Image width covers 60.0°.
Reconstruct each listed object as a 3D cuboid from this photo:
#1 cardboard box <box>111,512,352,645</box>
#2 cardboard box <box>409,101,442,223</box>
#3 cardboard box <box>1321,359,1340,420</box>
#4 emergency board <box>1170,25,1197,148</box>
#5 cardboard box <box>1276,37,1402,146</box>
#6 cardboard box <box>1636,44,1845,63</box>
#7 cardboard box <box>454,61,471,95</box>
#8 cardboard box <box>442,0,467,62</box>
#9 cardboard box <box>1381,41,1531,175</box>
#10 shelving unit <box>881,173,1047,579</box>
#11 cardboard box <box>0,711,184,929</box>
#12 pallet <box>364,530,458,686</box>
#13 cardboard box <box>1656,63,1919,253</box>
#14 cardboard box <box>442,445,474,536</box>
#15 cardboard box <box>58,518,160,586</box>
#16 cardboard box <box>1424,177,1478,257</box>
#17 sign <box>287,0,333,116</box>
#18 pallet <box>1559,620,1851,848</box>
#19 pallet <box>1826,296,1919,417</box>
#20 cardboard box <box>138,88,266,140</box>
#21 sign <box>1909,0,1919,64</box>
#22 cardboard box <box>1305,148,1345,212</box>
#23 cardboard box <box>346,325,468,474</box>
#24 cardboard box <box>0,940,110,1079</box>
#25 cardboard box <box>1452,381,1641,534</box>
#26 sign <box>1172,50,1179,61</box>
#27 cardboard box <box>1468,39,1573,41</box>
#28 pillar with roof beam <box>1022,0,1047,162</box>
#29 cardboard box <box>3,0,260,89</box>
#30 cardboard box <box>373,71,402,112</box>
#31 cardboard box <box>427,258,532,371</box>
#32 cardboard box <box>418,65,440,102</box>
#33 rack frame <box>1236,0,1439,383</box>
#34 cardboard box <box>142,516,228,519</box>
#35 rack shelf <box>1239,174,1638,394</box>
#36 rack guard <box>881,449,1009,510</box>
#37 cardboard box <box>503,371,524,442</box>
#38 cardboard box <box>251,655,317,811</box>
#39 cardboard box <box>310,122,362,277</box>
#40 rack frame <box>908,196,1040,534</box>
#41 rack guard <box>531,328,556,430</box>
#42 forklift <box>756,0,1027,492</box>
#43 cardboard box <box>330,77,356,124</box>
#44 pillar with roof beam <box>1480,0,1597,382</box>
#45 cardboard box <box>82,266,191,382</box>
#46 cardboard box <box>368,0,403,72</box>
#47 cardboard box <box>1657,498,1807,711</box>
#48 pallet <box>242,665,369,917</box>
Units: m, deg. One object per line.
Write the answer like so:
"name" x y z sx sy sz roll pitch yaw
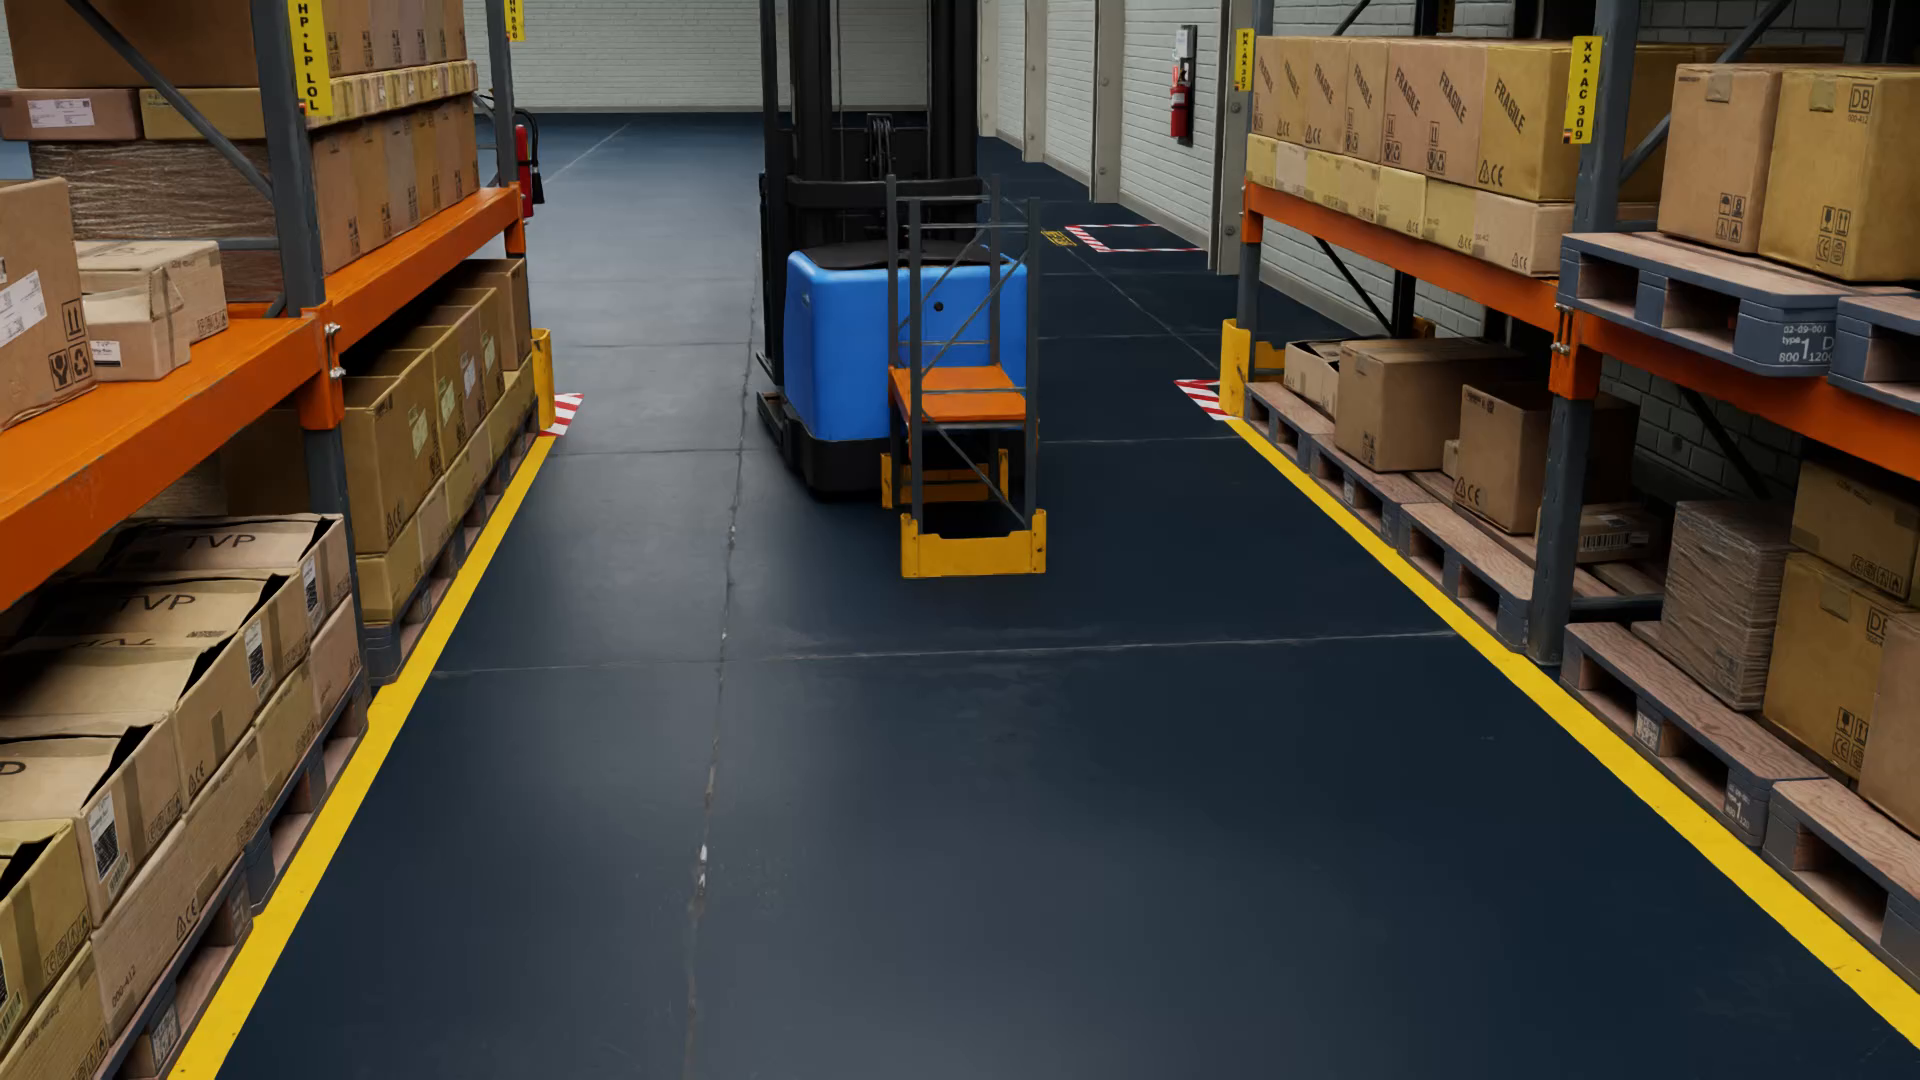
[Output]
"cardboard box" -2.101 0.090 4.836 0.500 0.311 0.500 -2 18 -6
"cardboard box" -2.701 -1.661 7.294 0.700 0.500 0.500 -2 18 -5
"cardboard box" 2.127 -0.760 8.345 0.500 0.311 0.500 0 17 -1
"emergency board" 2.183 -4.555 16.678 0.194 1.169 0.643 -2 18 -6
"cardboard box" 1.878 -2.208 8.169 0.500 0.500 0.500 -2 18 -5
"cardboard box" 2.658 -1.462 5.792 0.500 0.500 0.500 -2 18 -7
"cardboard box" -2.583 -2.229 8.019 0.380 0.149 0.250 -1 17 -4
"cardboard box" -2.800 -2.569 8.019 0.700 0.500 0.500 -2 18 -5
"cardboard box" 2.044 -1.746 6.696 0.500 0.500 0.500 -2 18 -7
"shelving unit" -0.007 -0.730 6.997 0.587 1.500 1.083 -2 18 -7
"cardboard box" -1.944 0.543 3.392 0.500 0.311 0.500 -2 18 -6
"pallet" -2.468 0.226 6.104 1.003 0.211 1.213 -2 18 -6
"cardboard box" 2.517 -1.125 4.851 0.700 0.500 0.500 -2 18 -5
"cardboard box" -2.267 -0.200 6.696 0.500 0.250 0.500 -2 18 -6
"cardboard box" -2.633 0.109 4.775 0.500 0.311 0.500 -2 18 -5
"cardboard box" 2.105 -1.238 6.331 0.500 0.250 0.500 -2 18 -5
"sign" -1.889 -1.400 4.828 0.100 0.325 0.005 -2 18 -6
"pallet" 2.581 0.542 5.097 1.003 0.211 1.213 -2 18 -6
"pallet" 2.666 -0.325 3.525 1.003 0.211 1.213 -2 18 -6
"cardboard box" -2.263 -1.309 5.089 0.380 0.149 0.250 -2 18 -6
"sign" 3.050 -1.591 5.303 0.100 0.325 0.005 -2 18 -6
"cardboard box" 1.935 -1.688 7.764 0.500 0.250 0.500 -2 18 -7
"cardboard box" -2.268 -0.558 6.584 0.500 0.500 0.500 -2 18 -6
"cardboard box" -1.890 0.968 2.976 0.500 0.250 0.500 -2 18 -7
"cardboard box" 2.352 -0.345 6.708 0.500 0.500 0.500 -3 18 -10
"sign" 2.220 -4.991 17.123 0.001 0.109 0.331 -2 18 -6
"cardboard box" 2.498 -1.919 7.248 0.500 0.500 0.500 -2 17 -5
"pillar with roof beam" -3.120 -10.122 24.395 9.100 9.000 0.400 -2 18 -6
"cardboard box" -2.480 -1.665 5.138 0.700 0.500 0.500 -2 18 -5
"cardboard box" -2.427 -1.770 6.559 0.380 0.149 0.250 -2 18 -6
"cardboard box" -2.489 -1.153 8.480 0.500 0.500 0.500 -2 18 -6
"cardboard box" -2.506 -1.999 7.288 0.380 0.149 0.250 -1 17 -4
"rack frame" 2.086 -2.212 9.214 1.000 3.000 0.127 -2 18 -6
"cardboard box" -2.735 -0.035 6.170 0.500 0.250 0.500 -2 18 -6
"rack shelf" 2.292 -1.273 7.424 1.077 0.370 4.000 -2 18 -6
"rack guard" -0.069 -0.281 7.656 0.587 0.250 0.087 -2 18 -7
"cardboard box" -2.428 -0.647 8.119 0.500 0.250 0.500 -2 18 -6
"cardboard box" -2.047 0.511 4.431 0.500 0.250 0.500 -2 18 -6
"cardboard box" -2.541 -1.202 5.833 0.700 0.500 0.500 -2 18 -6
"rack frame" 0.055 -0.581 6.524 0.500 1.500 0.032 -2 18 -7
"rack guard" -2.843 -0.872 9.120 1.175 0.500 0.348 -2 18 -6
"forklift" -0.511 -2.023 8.726 1.130 2.935 3.031 -4 18 -13
"cardboard box" -2.346 -1.539 5.821 0.380 0.149 0.250 -2 18 -6
"pillar with roof beam" -1.263 -4.759 7.313 9.100 9.000 0.400 -2 18 -6
"cardboard box" -2.155 -0.545 4.131 0.396 0.266 0.258 -2 18 -7
"cardboard box" -2.636 -2.113 6.567 0.700 0.500 0.500 -2 18 -6
"cardboard box" 2.591 0.182 5.030 0.700 0.500 0.500 -1 17 -4
"pallet" -2.313 0.683 4.649 1.003 0.211 1.213 -2 18 -6
